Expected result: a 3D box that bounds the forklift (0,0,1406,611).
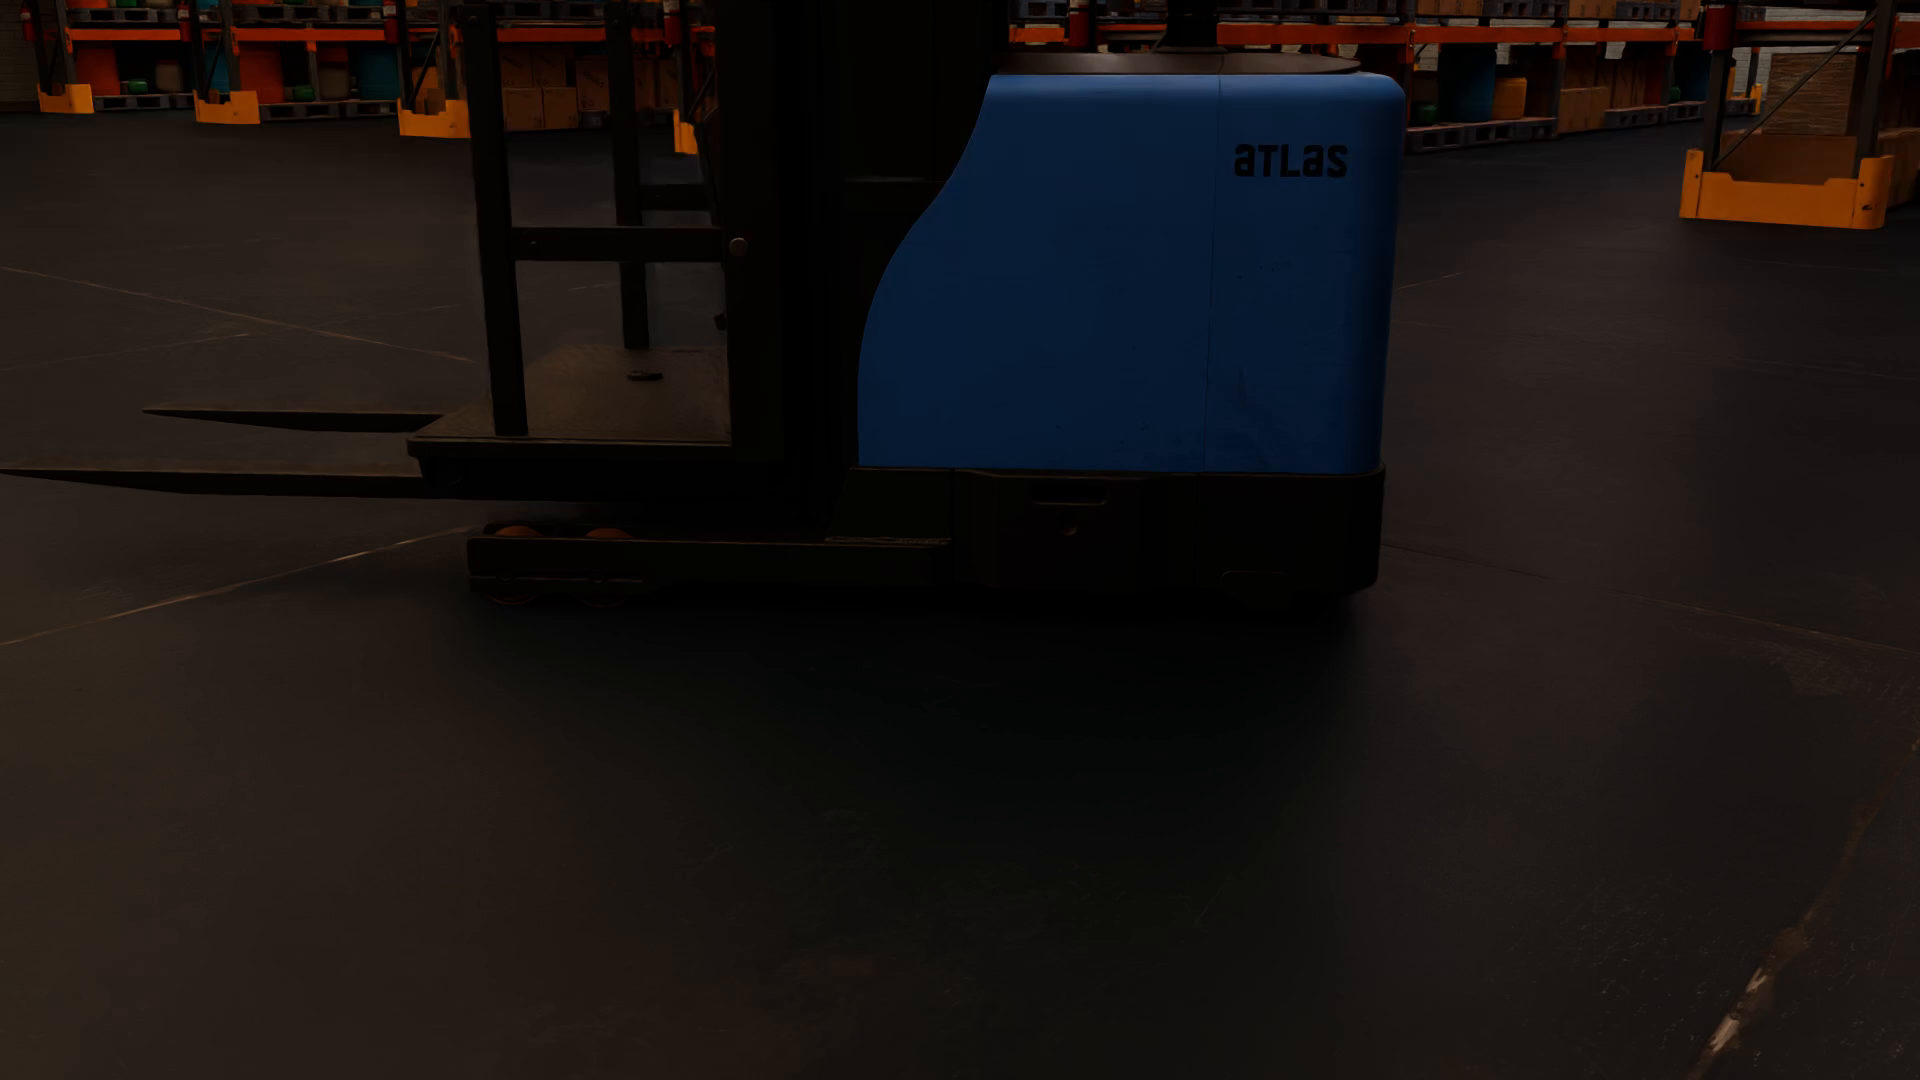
[{"bbox_3d":[-0.619,-1.411,3.544,3.031,2.935,1.130,1,17,4],"label":"forklift"}]
